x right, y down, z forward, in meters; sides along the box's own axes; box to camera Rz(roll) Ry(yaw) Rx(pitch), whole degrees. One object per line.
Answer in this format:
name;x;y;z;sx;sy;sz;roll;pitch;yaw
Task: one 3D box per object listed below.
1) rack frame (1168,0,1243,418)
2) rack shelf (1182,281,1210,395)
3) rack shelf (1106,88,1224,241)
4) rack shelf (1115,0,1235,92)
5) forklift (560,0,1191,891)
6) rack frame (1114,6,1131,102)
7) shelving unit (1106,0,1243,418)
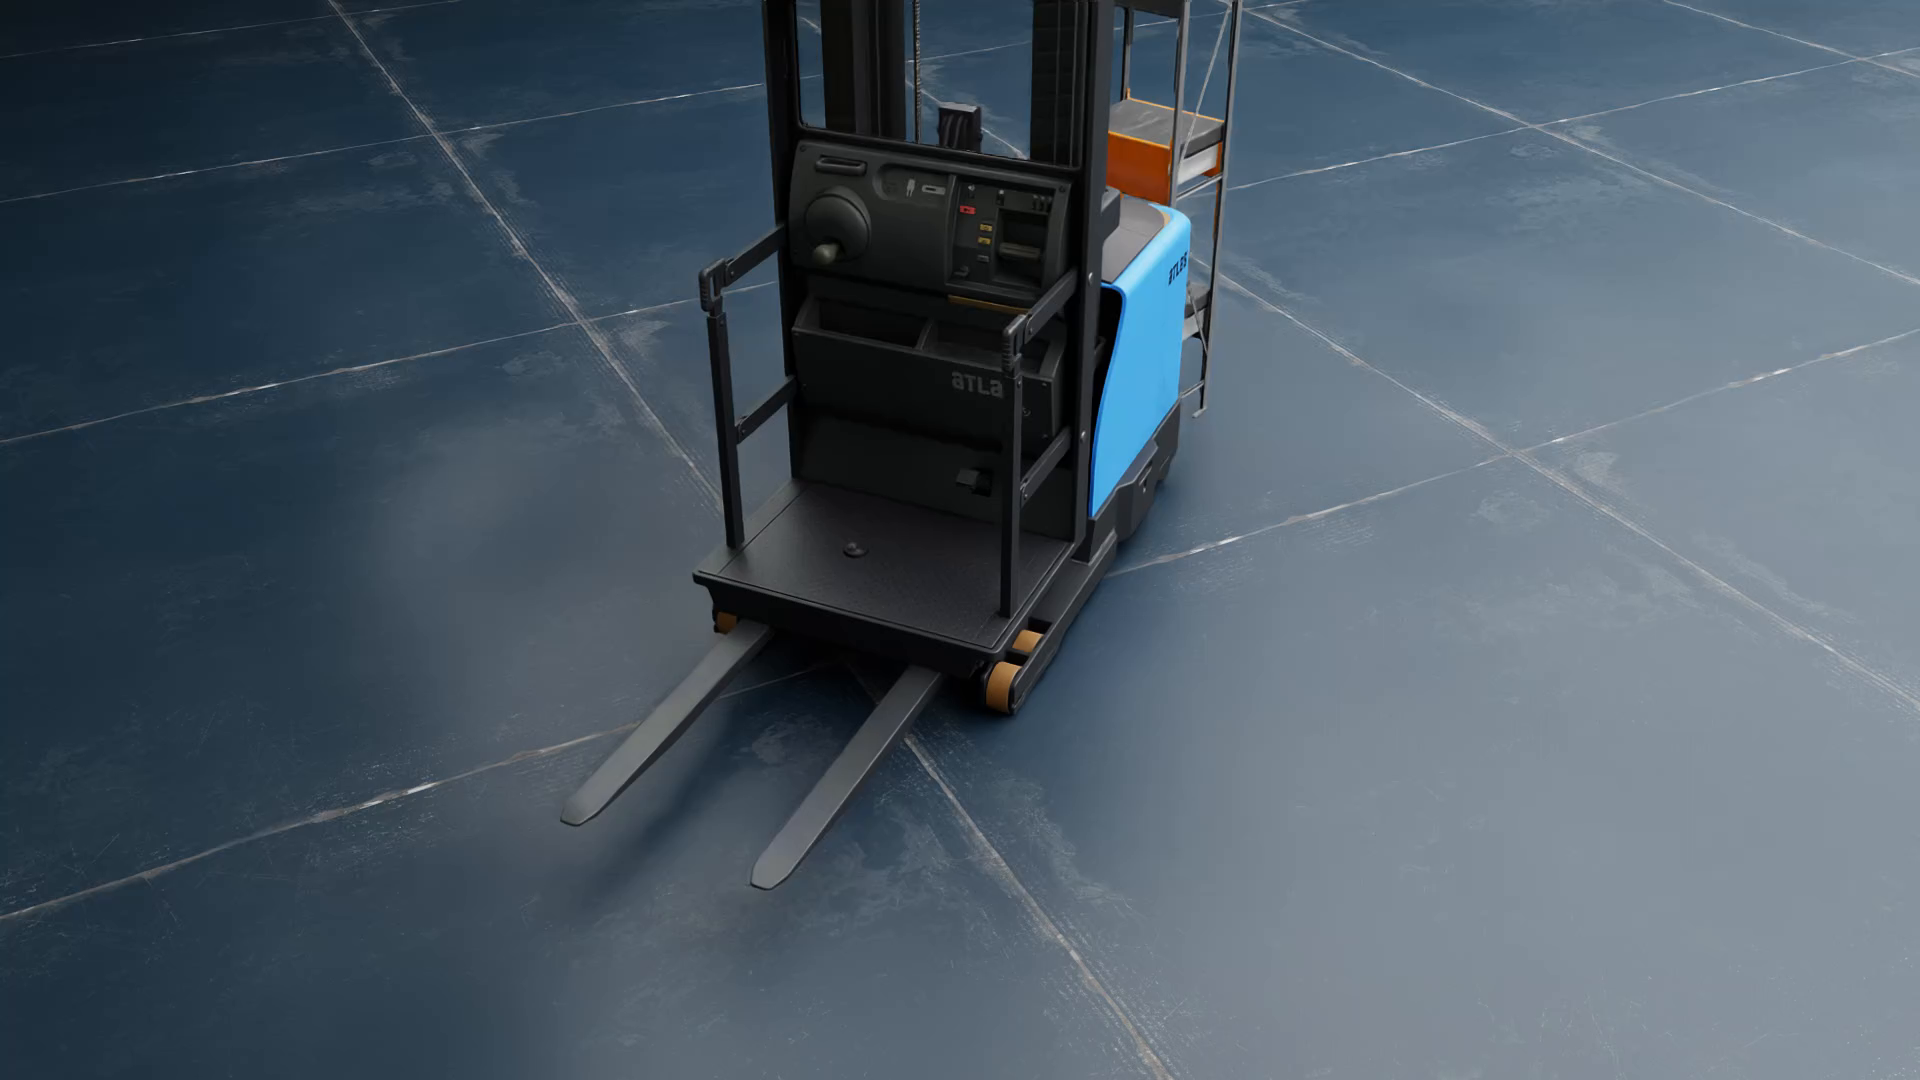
rack frame;0.920;-1.358;6.422;0.015;2.100;0.400;24;40;32
rack shelf;0.733;-0.841;6.938;0.480;0.518;0.431;24;40;32
rack shelf;0.732;-1.430;6.561;0.480;0.518;0.431;24;40;32
rack shelf;0.731;-2.020;6.183;0.480;0.518;0.431;24;40;32
forklift;-0.191;-0.940;5.000;1.130;2.935;3.031;14;35;20
rack frame;0.544;-1.526;6.685;0.015;2.100;0.400;24;40;32
shelving unit;0.732;-1.442;6.553;0.503;2.100;0.431;24;40;32
